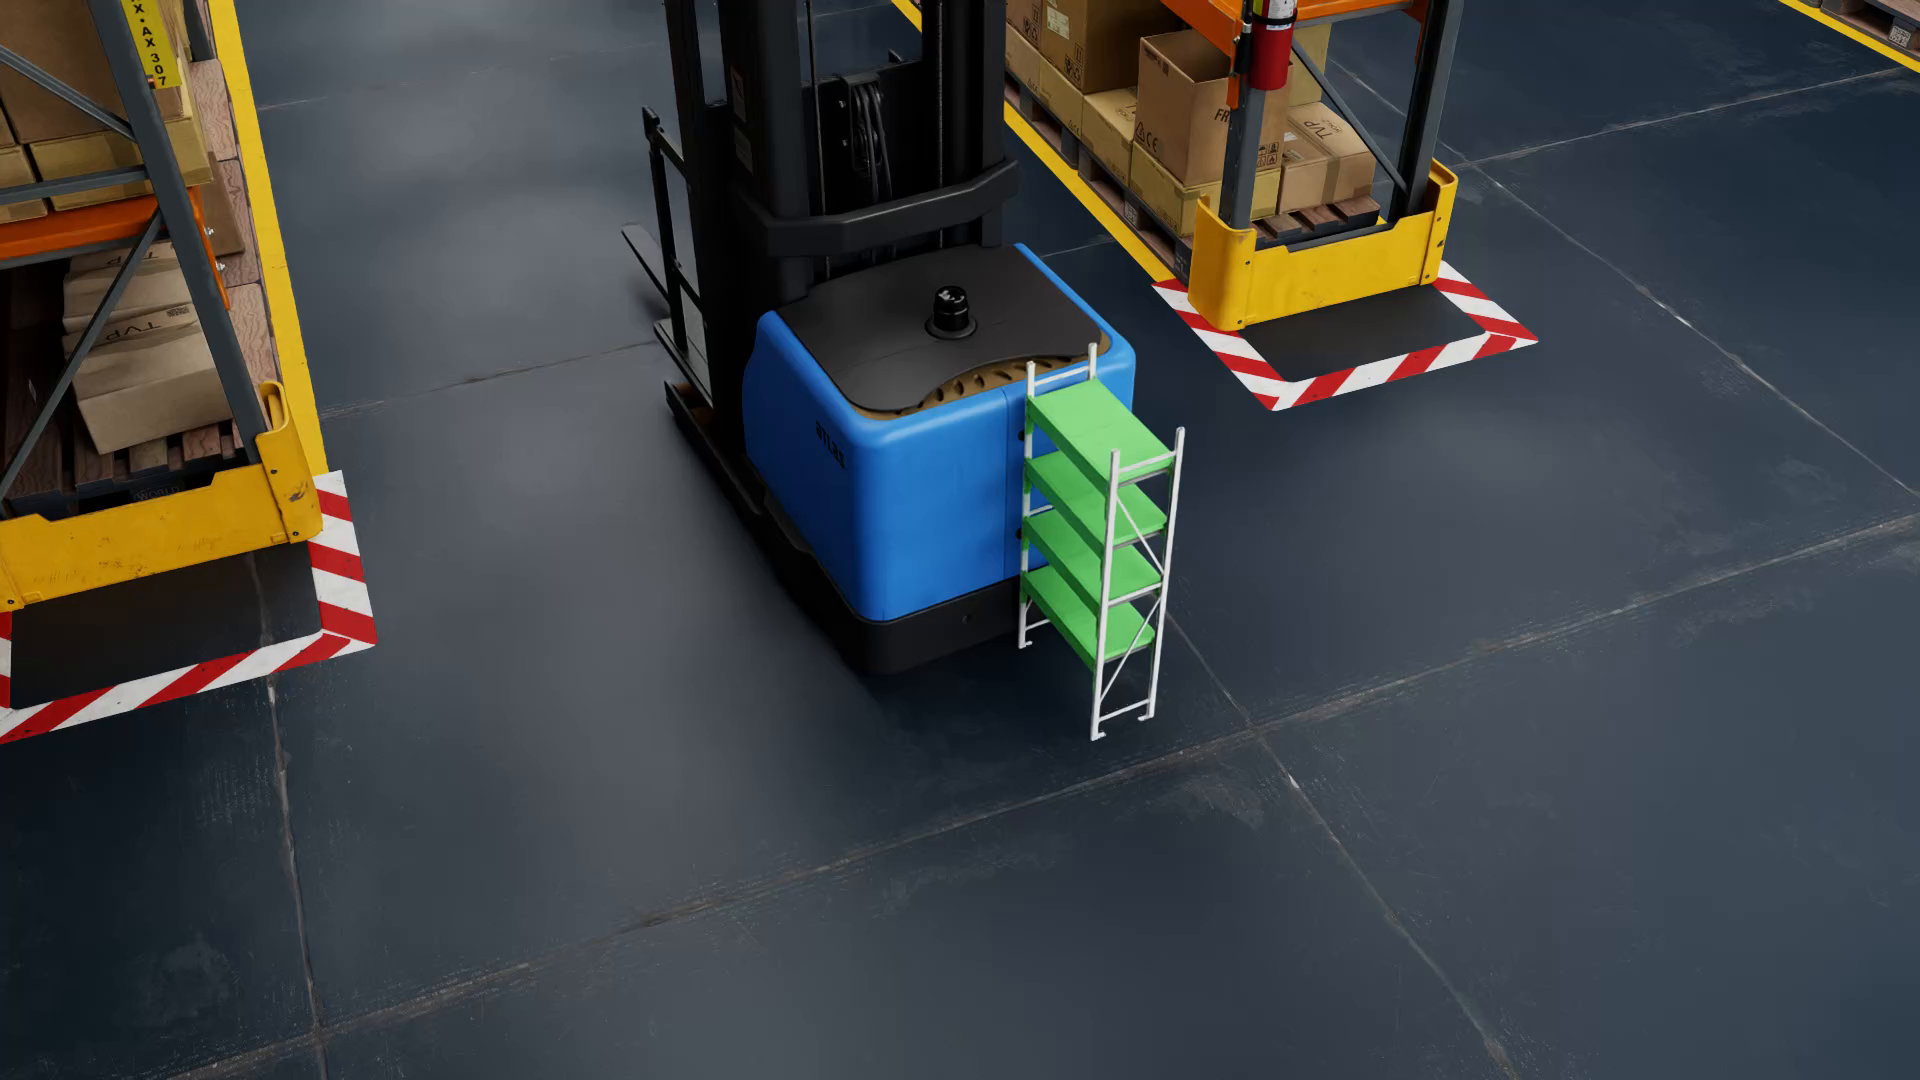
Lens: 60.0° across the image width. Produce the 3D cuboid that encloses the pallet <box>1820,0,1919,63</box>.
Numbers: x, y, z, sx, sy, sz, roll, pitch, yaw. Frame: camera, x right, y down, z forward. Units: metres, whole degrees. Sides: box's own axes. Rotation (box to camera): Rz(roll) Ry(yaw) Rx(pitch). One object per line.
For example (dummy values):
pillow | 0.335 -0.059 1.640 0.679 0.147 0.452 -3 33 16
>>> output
pallet | 5.803 -3.006 9.584 1.003 0.211 1.213 -15 43 -17

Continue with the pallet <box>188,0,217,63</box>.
pallet | -4.801 -2.888 9.447 1.003 0.211 1.213 -15 43 -17

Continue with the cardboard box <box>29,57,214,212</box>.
cardboard box | -2.865 -1.391 5.667 0.500 0.250 0.500 -16 43 -18

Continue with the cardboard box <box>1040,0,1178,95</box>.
cardboard box | 0.728 -2.554 8.131 0.500 0.500 0.500 -15 43 -17

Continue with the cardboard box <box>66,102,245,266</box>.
cardboard box | -3.606 -1.523 7.301 0.700 0.500 0.500 -18 44 -20

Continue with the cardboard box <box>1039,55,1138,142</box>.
cardboard box | 0.730 -2.270 8.376 0.500 0.250 0.500 -15 43 -17

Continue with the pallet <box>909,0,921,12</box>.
pallet | 0.339 -3.168 9.772 1.003 0.211 1.213 -15 43 -17

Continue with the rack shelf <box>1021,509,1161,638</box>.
rack shelf | 0.425 0.076 5.340 0.258 0.148 0.480 -19 44 -21

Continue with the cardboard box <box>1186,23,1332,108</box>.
cardboard box | 1.411 -2.385 7.935 0.500 0.500 0.500 -15 43 -17

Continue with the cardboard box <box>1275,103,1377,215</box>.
cardboard box | 1.604 -1.800 7.830 0.500 0.250 0.500 -15 43 -17

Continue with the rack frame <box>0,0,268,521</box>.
rack frame | -2.971 -1.067 5.190 1.000 3.000 0.127 -15 43 -17

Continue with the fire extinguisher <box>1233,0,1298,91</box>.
fire extinguisher | 1.220 -2.089 6.438 0.296 0.674 0.183 -15 43 -17

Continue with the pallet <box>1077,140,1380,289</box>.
pallet | 1.273 -1.698 8.063 1.003 0.211 1.213 -15 43 -17

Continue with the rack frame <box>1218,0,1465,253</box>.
rack frame | 1.604 -2.305 6.630 1.000 3.000 0.127 -15 43 -17

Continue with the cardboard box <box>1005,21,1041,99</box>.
cardboard box | 0.541 -2.572 8.727 0.500 0.250 0.500 -15 43 -17

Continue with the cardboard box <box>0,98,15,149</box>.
cardboard box | -3.348 -1.533 5.257 0.500 0.500 0.500 -16 43 -17

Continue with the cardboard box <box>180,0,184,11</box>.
cardboard box | -3.457 -2.314 6.740 0.500 0.250 0.500 -15 43 -16

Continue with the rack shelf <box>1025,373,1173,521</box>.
rack shelf | 0.425 -0.288 5.027 0.258 0.148 0.480 -19 44 -21

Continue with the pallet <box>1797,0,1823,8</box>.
pallet | 5.340 -3.740 10.437 1.003 0.211 1.213 -15 43 -17

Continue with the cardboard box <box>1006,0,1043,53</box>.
cardboard box | 0.538 -2.855 8.481 0.500 0.500 0.500 -15 43 -17

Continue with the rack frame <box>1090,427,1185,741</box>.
rack frame | 0.538 0.168 5.134 0.240 1.200 0.015 -19 44 -21

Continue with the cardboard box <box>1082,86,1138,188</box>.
cardboard box | 0.923 -1.969 8.026 0.500 0.250 0.500 -15 43 -17

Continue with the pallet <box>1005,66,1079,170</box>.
pallet | 0.810 -2.432 8.916 1.003 0.211 1.213 -15 43 -17

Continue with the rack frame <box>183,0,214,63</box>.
rack frame | -4.502 -3.477 7.992 1.000 3.000 0.127 -15 43 -17

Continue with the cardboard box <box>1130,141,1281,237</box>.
cardboard box | 1.126 -1.671 7.680 0.500 0.250 0.500 -15 43 -17

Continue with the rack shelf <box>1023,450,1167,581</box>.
rack shelf | 0.425 -0.106 5.183 0.258 0.148 0.480 -19 44 -21

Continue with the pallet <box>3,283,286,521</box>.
pallet | -3.279 -0.554 6.732 1.003 0.211 1.213 -15 43 -17

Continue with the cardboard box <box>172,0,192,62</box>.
cardboard box | -3.266 -2.009 6.385 0.500 0.250 0.500 -16 43 -18

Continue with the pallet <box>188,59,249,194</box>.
pallet | -4.212 -2.024 8.441 1.003 0.211 1.213 -15 43 -17

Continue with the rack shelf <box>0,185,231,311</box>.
rack shelf | -3.737 -1.999 6.826 1.077 0.370 4.000 -15 43 -17

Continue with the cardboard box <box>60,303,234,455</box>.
cardboard box | -3.153 -0.654 6.434 0.500 0.311 0.500 -20 45 -22

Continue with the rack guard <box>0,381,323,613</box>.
rack guard | -3.000 -0.165 6.059 1.175 0.500 0.348 -15 43 -17

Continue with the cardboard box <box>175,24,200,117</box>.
cardboard box | -3.077 -1.700 6.026 0.500 0.250 0.500 -16 43 -18

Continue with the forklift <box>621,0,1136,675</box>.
forklift | -0.545 -1.608 5.872 1.130 2.935 3.031 -19 44 -21

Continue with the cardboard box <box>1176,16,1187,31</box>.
cardboard box | 1.208 -2.683 8.282 0.500 0.500 0.500 -15 43 -17

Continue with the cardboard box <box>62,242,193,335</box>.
cardboard box | -3.371 -0.997 6.834 0.500 0.311 0.500 -12 42 -13

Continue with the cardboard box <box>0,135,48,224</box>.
cardboard box | -3.329 -1.251 5.504 0.500 0.250 0.500 -15 43 -16

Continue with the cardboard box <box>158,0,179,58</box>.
cardboard box | -3.056 -1.965 5.759 0.500 0.500 0.500 -15 43 -17

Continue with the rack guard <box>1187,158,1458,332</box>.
rack guard | 1.613 -1.343 7.428 1.175 0.500 0.348 -15 43 -17

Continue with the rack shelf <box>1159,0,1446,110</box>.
rack shelf | 0.839 -3.237 8.266 1.077 0.370 4.000 -15 43 -17

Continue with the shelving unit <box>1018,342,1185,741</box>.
shelving unit | 0.425 0.027 5.298 0.258 1.200 0.503 -19 44 -21

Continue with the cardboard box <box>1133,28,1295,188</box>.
cardboard box | 1.124 -1.955 7.435 0.500 0.500 0.500 -15 43 -17

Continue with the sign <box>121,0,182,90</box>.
sign | -2.470 -1.531 5.066 0.100 0.325 0.005 -15 43 -17

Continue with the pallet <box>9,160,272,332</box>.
pallet | -3.742 -1.288 7.585 1.003 0.211 1.213 -15 43 -17

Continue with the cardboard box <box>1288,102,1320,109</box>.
cardboard box | 1.410 -2.101 8.179 0.500 0.250 0.500 -15 43 -17

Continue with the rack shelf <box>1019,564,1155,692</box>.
rack shelf | 0.425 0.258 5.496 0.258 0.148 0.480 -19 44 -21

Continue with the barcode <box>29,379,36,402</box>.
barcode | -3.529 -0.568 6.328 0.001 0.075 0.075 -15 43 -17

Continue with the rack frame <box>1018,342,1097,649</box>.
rack frame | 0.312 -0.114 5.462 0.240 1.200 0.015 -19 44 -21

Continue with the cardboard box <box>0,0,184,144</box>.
cardboard box | -2.876 -1.665 5.410 0.500 0.500 0.500 -15 43 -17
